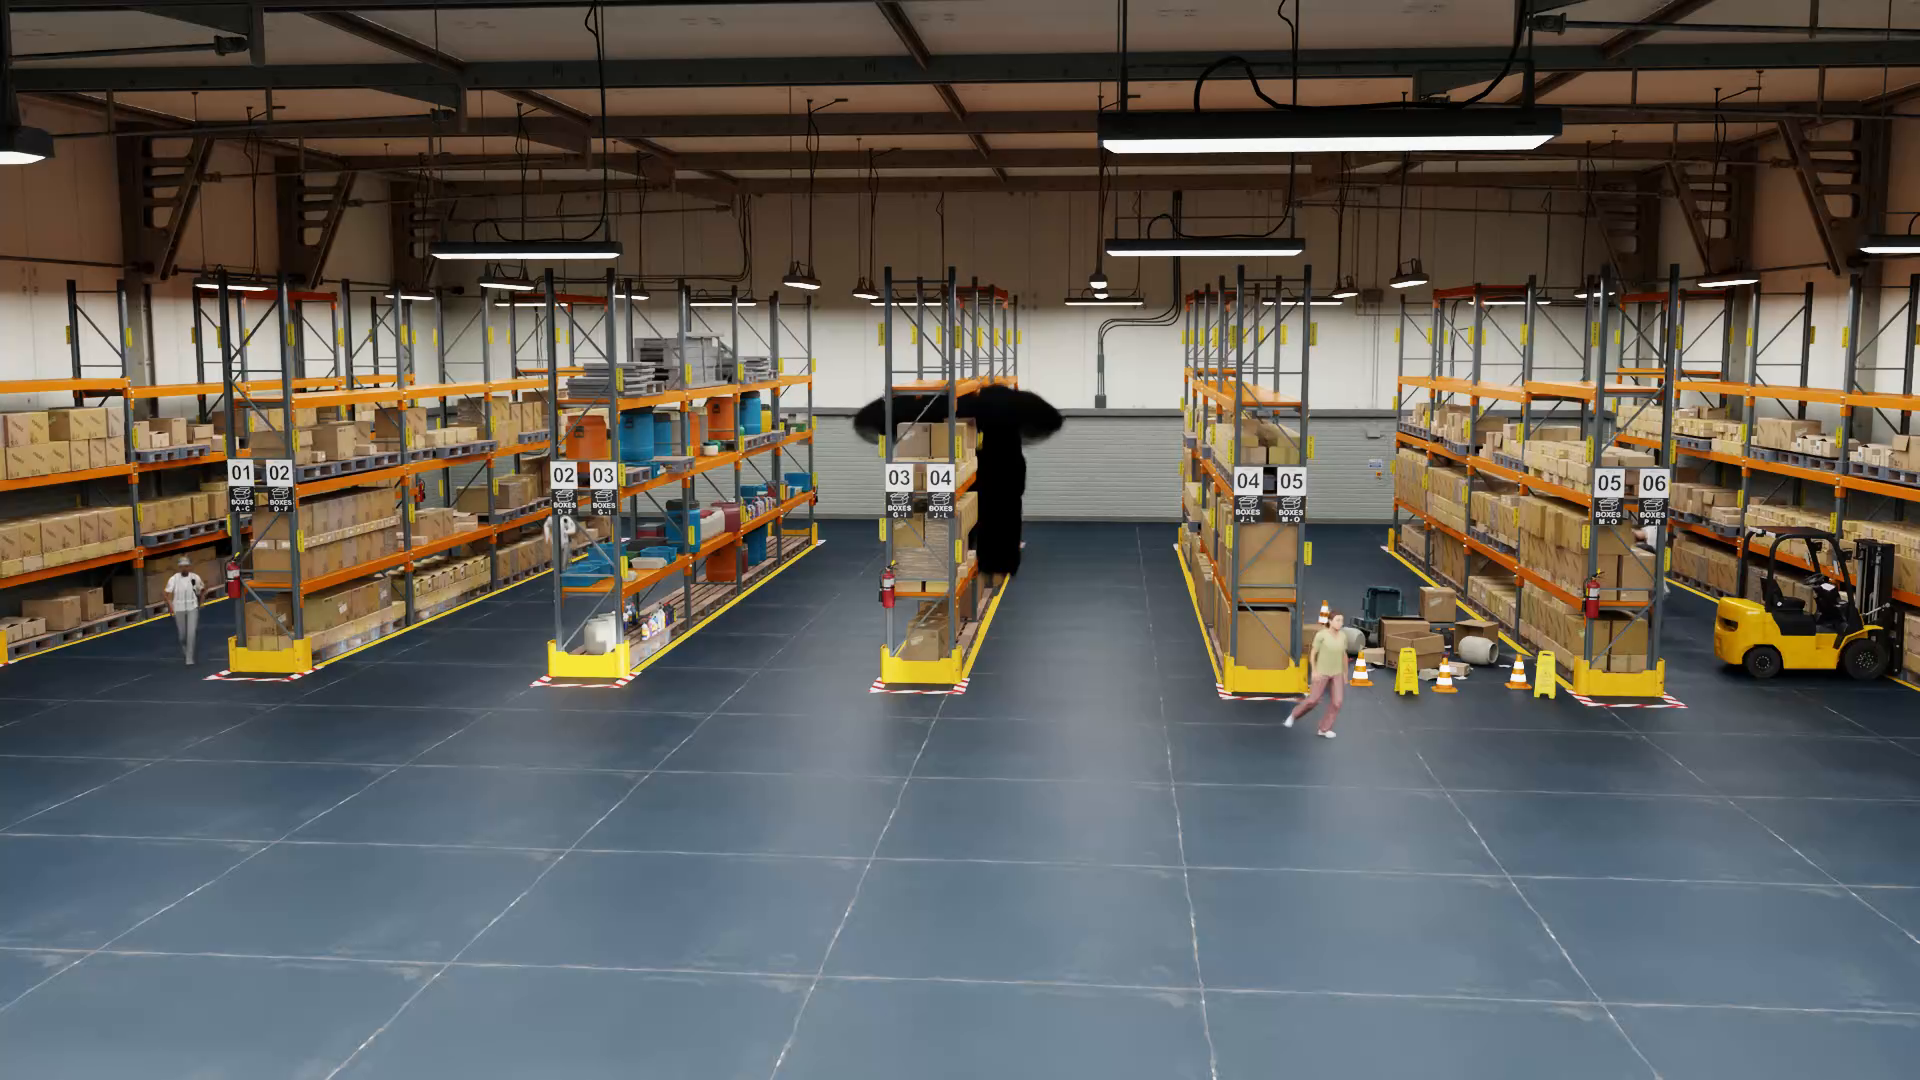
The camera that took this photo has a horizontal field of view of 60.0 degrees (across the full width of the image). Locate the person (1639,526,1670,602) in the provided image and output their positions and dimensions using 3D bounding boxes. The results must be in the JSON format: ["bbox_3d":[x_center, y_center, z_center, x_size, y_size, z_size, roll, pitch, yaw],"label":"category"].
[{"bbox_3d":[13.063,0.352,31.293,0.683,1.731,0.797,-2,7,-14],"label":"person"}]

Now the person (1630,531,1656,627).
[{"bbox_3d":[11.809,0.693,28.741,0.660,1.671,0.739,0,7,-4],"label":"person"}]

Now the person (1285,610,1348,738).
[{"bbox_3d":[4.517,1.660,20.930,0.737,1.608,0.574,-1,7,-12],"label":"person"}]

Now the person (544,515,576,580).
[{"bbox_3d":[-7.559,0.119,31.420,0.594,1.754,0.688,-1,7,-11],"label":"person"}]

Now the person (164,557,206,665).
[{"bbox_3d":[-11.973,1.069,25.724,0.598,1.649,0.765,-3,8,-24],"label":"person"}]
